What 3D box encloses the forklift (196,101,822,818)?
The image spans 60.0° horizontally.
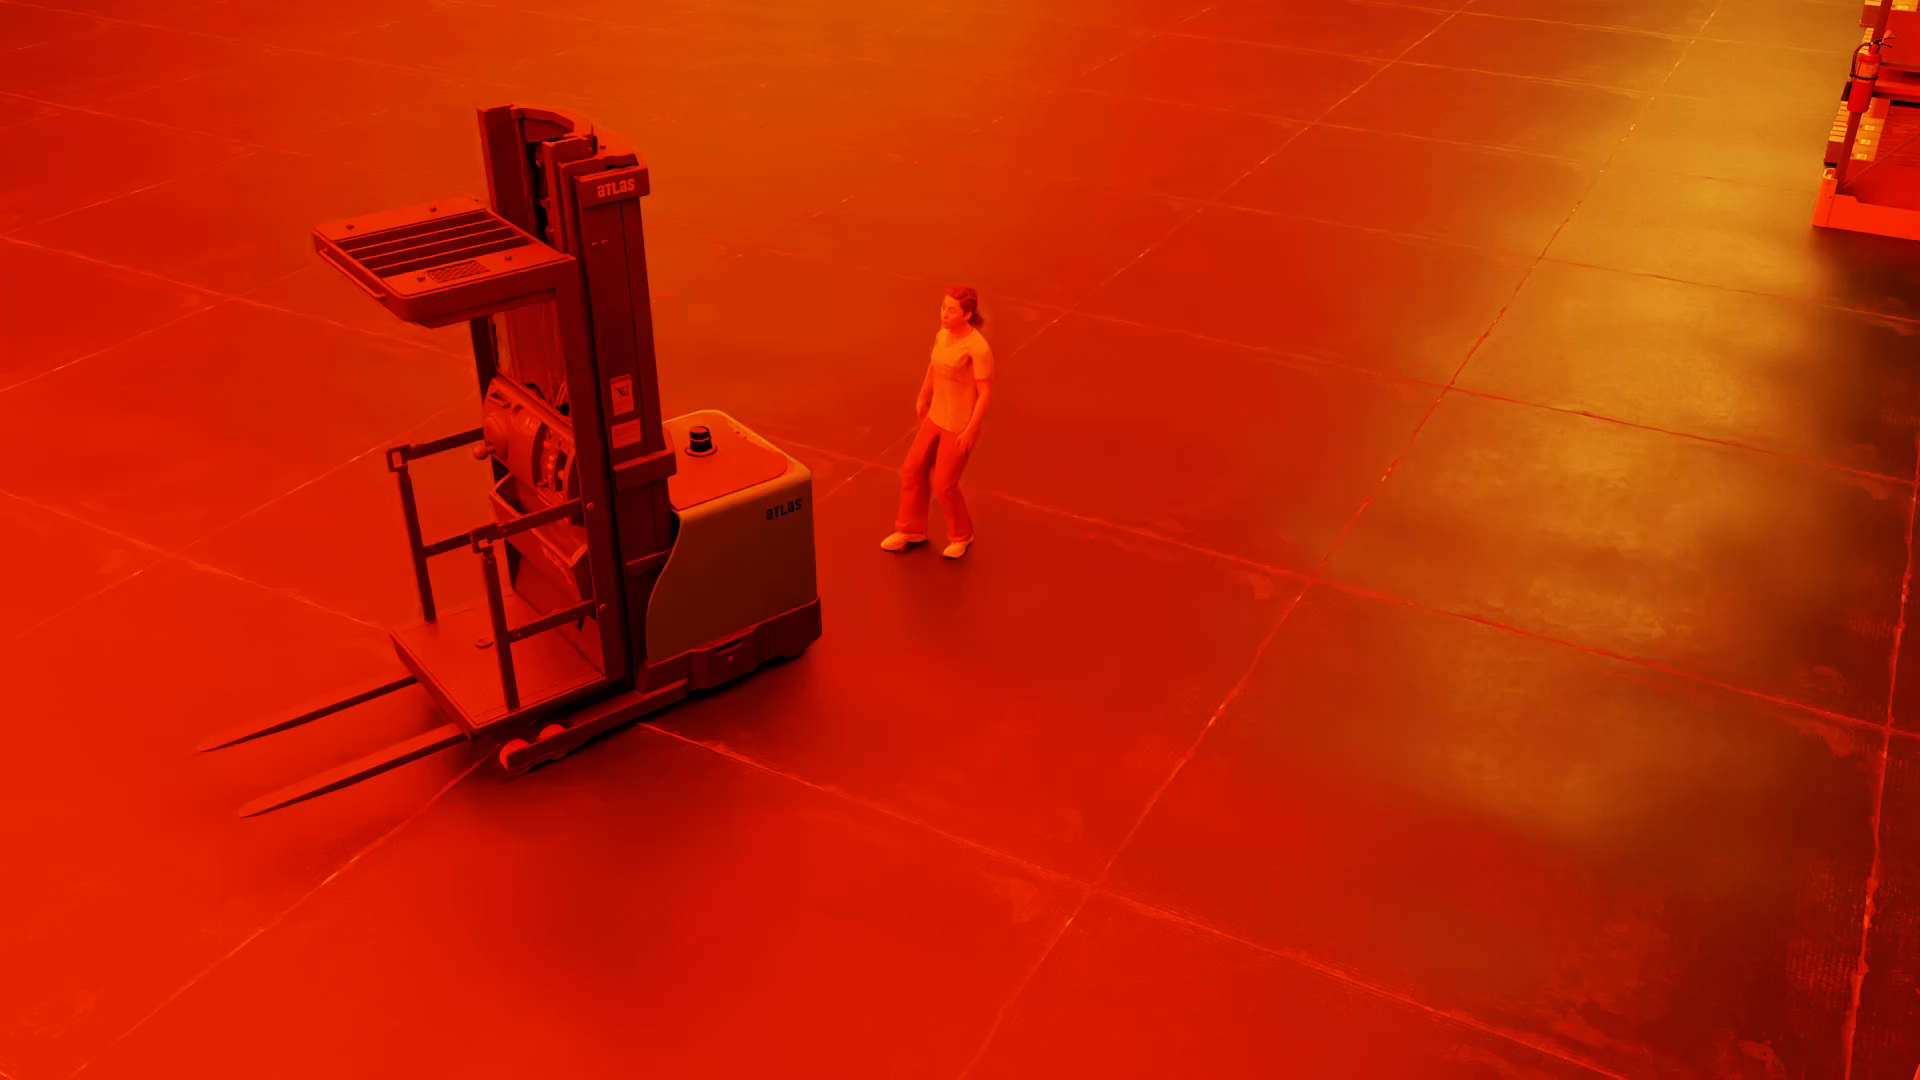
[{"bbox_3d":[-2.219,-0.436,7.826,3.031,2.935,1.130,-21,36,-32],"label":"forklift"}]

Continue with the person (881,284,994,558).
[{"bbox_3d":[-0.128,-0.661,9.519,0.608,1.650,0.606,-18,35,-28],"label":"person"}]
